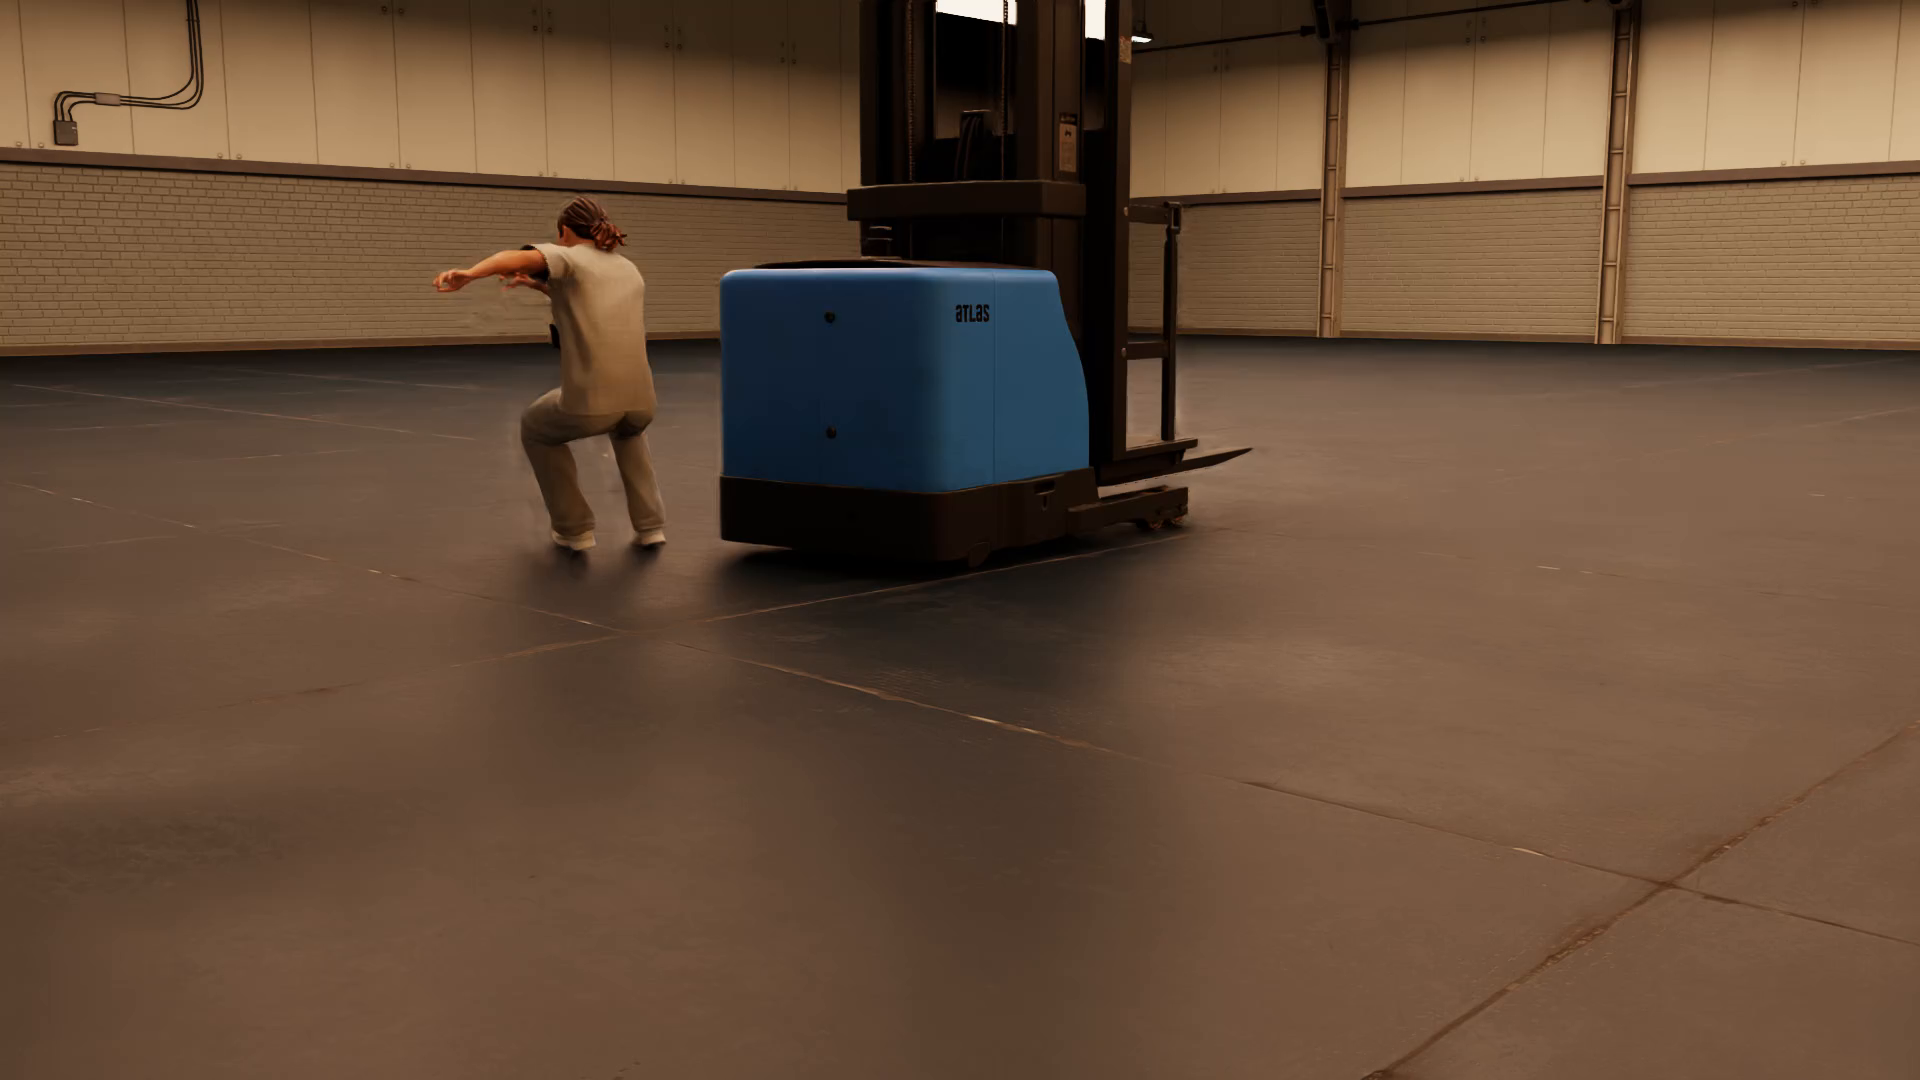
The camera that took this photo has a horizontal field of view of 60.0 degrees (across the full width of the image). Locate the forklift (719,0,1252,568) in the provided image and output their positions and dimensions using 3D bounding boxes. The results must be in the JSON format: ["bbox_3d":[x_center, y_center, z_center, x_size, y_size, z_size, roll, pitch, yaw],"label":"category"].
[{"bbox_3d":[0.332,-1.526,7.009,1.130,2.935,3.031,6,10,33],"label":"forklift"}]

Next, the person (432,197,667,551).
[{"bbox_3d":[-1.511,-0.551,5.990,1.134,1.359,0.827,-8,11,-42],"label":"person"}]
